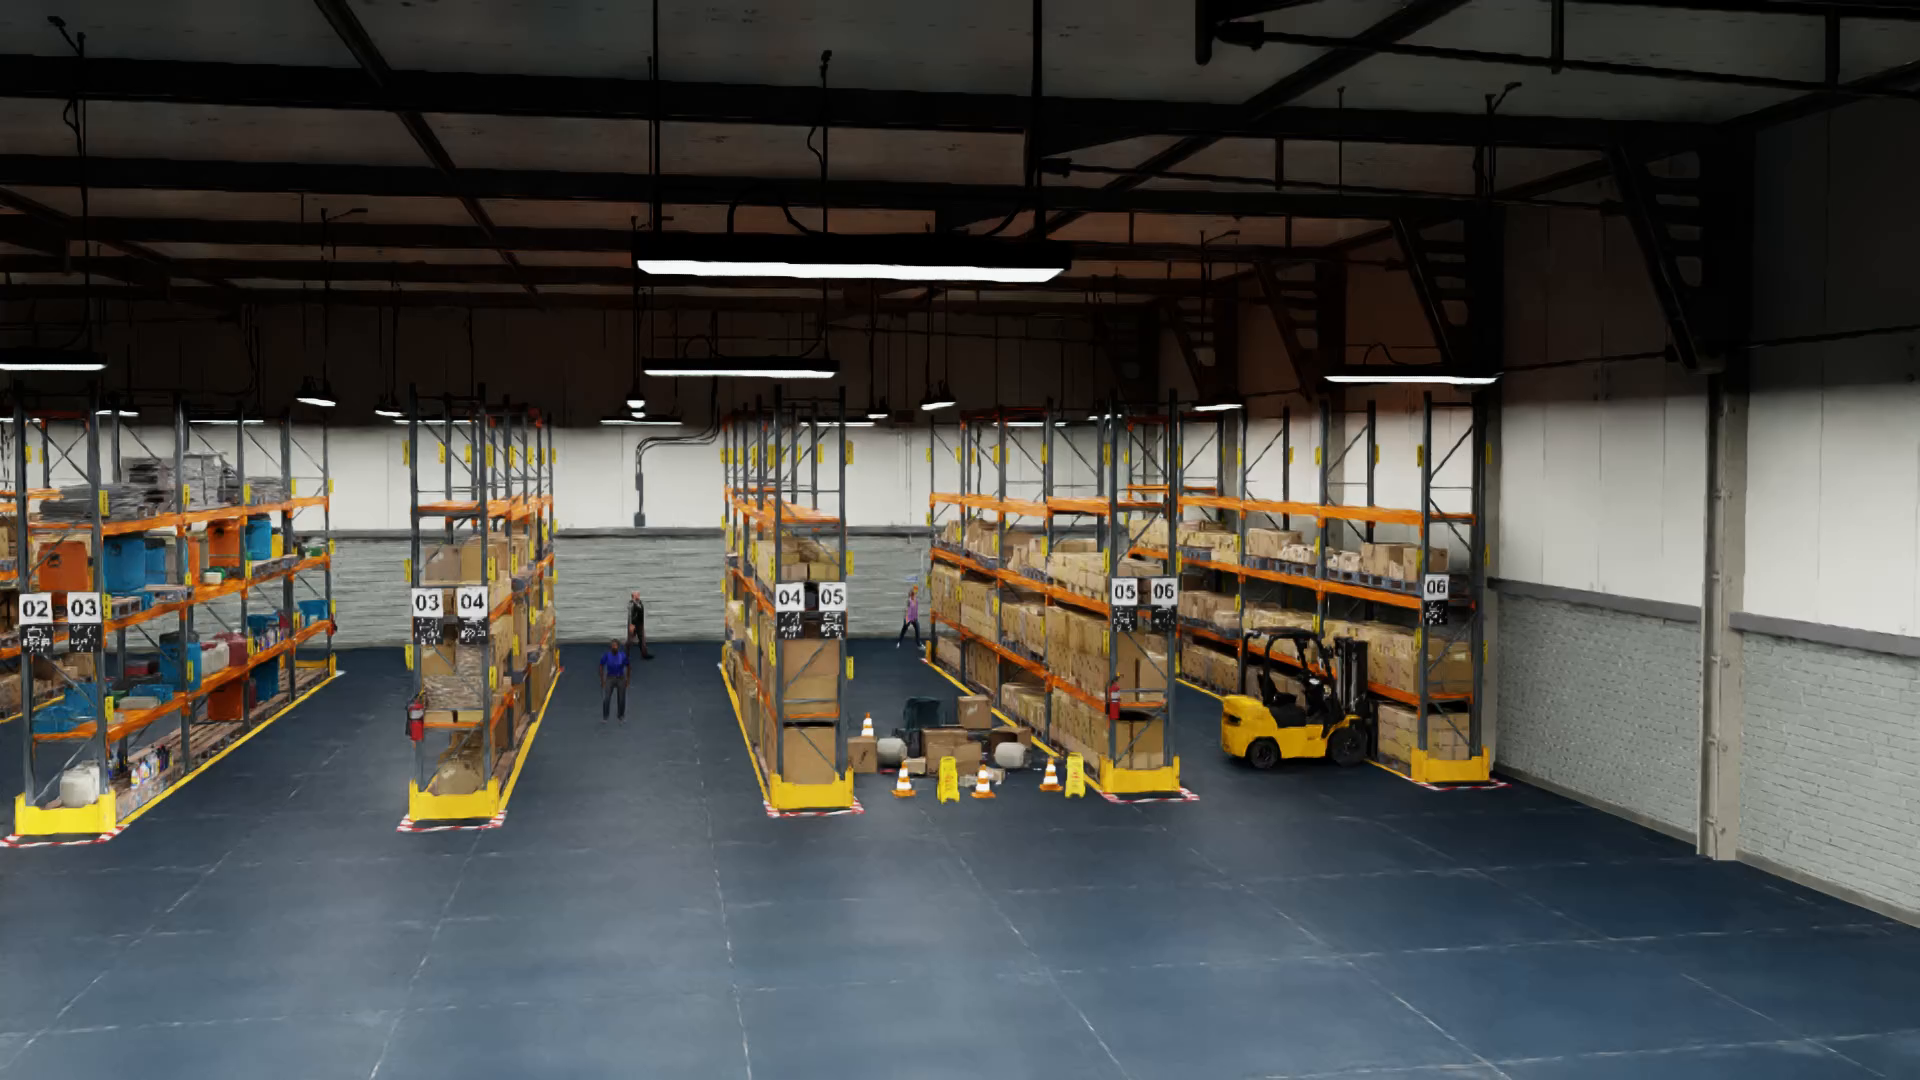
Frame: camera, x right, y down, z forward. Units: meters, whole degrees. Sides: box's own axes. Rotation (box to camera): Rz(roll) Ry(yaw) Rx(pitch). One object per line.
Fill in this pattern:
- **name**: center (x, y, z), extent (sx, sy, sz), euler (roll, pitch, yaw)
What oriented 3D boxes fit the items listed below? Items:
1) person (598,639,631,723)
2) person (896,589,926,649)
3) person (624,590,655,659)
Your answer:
- **person**: center (-6.459, 2.632, 31.106), extent (0.592, 1.604, 0.518), euler (-1, 3, -12)
- **person**: center (-1.296, 2.036, 42.988), extent (0.485, 1.561, 0.862), euler (-2, 4, -39)
- **person**: center (-7.916, 2.069, 40.750), extent (0.565, 1.709, 0.733), euler (1, 3, 27)
